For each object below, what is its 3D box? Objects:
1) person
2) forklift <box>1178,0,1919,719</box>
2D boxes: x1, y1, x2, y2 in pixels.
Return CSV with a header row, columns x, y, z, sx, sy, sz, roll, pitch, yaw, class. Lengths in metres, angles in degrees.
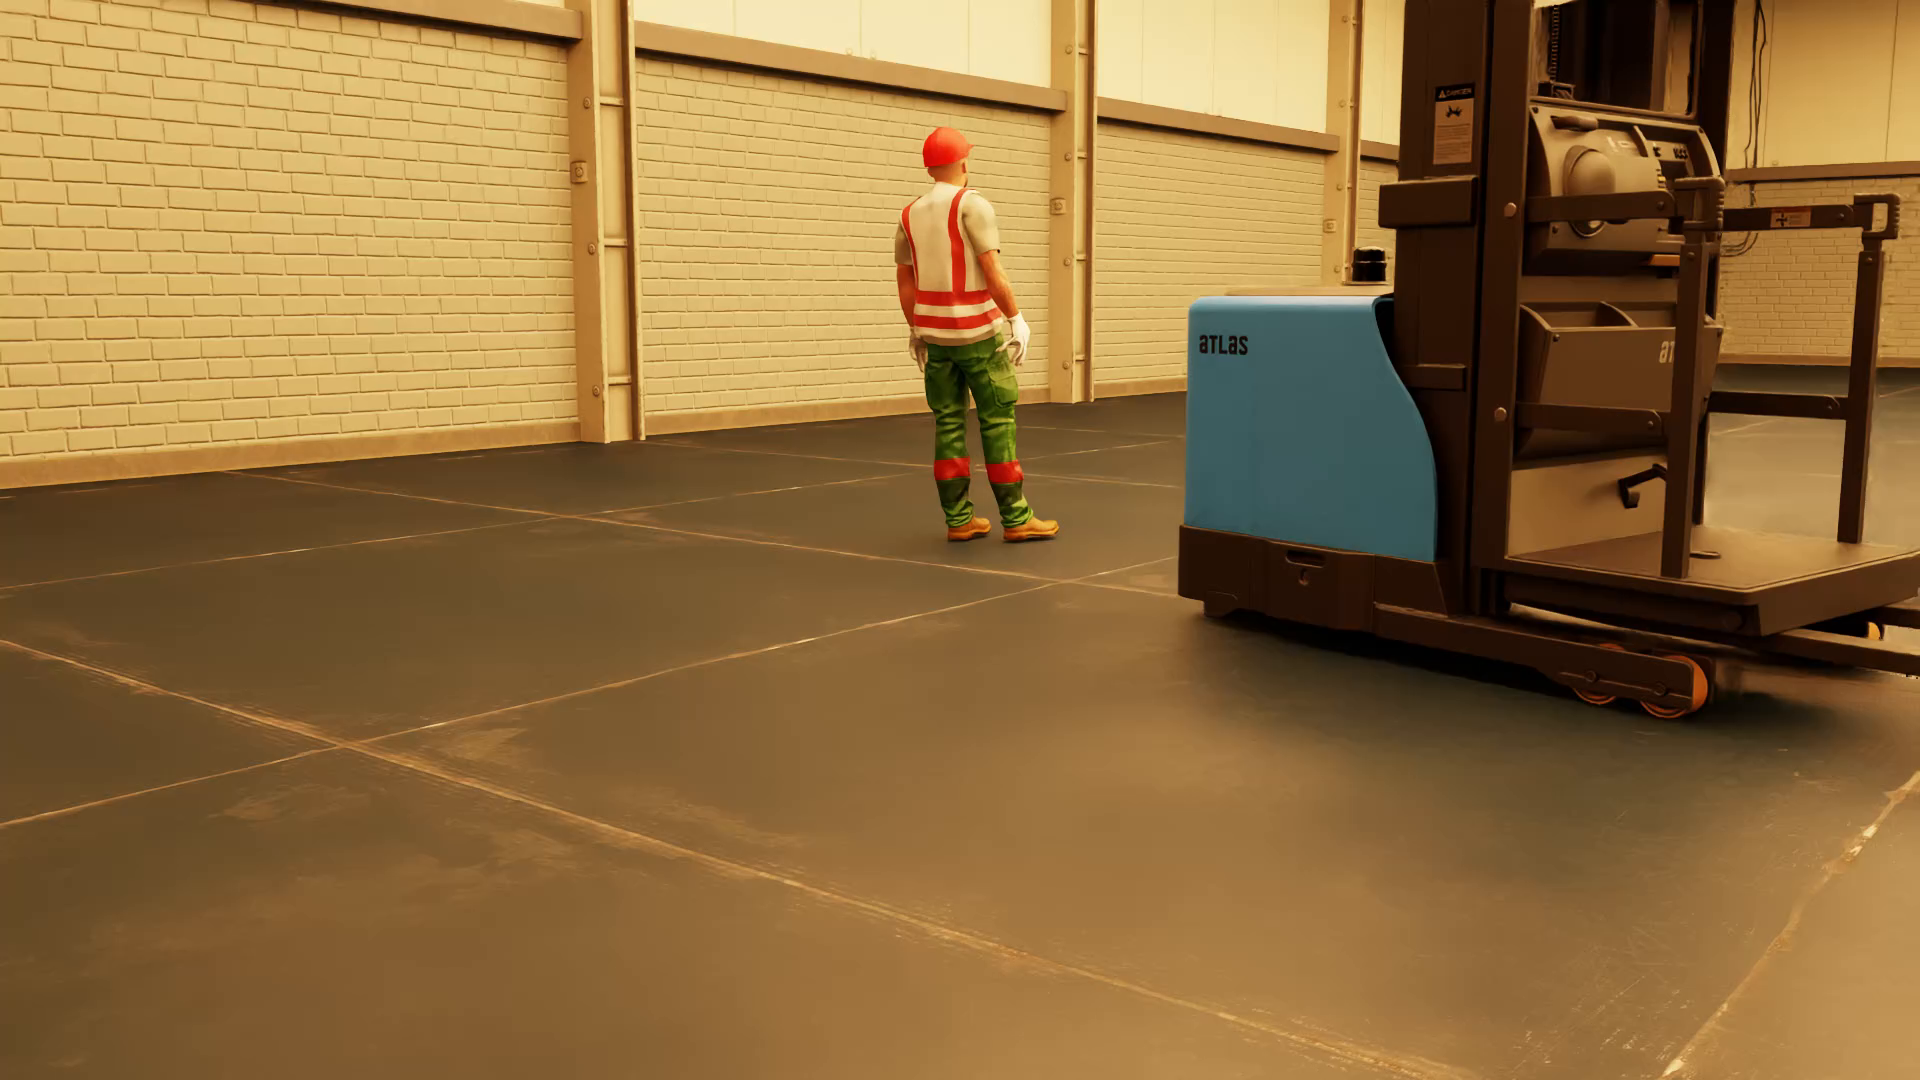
x,y,z,sx,sy,sz,roll,pitch,yaw,class
0.060,-0.900,7.329,0.637,1.790,0.562,7,11,38,person
2.049,-1.072,4.605,1.130,2.935,3.031,-7,11,-38,forklift
